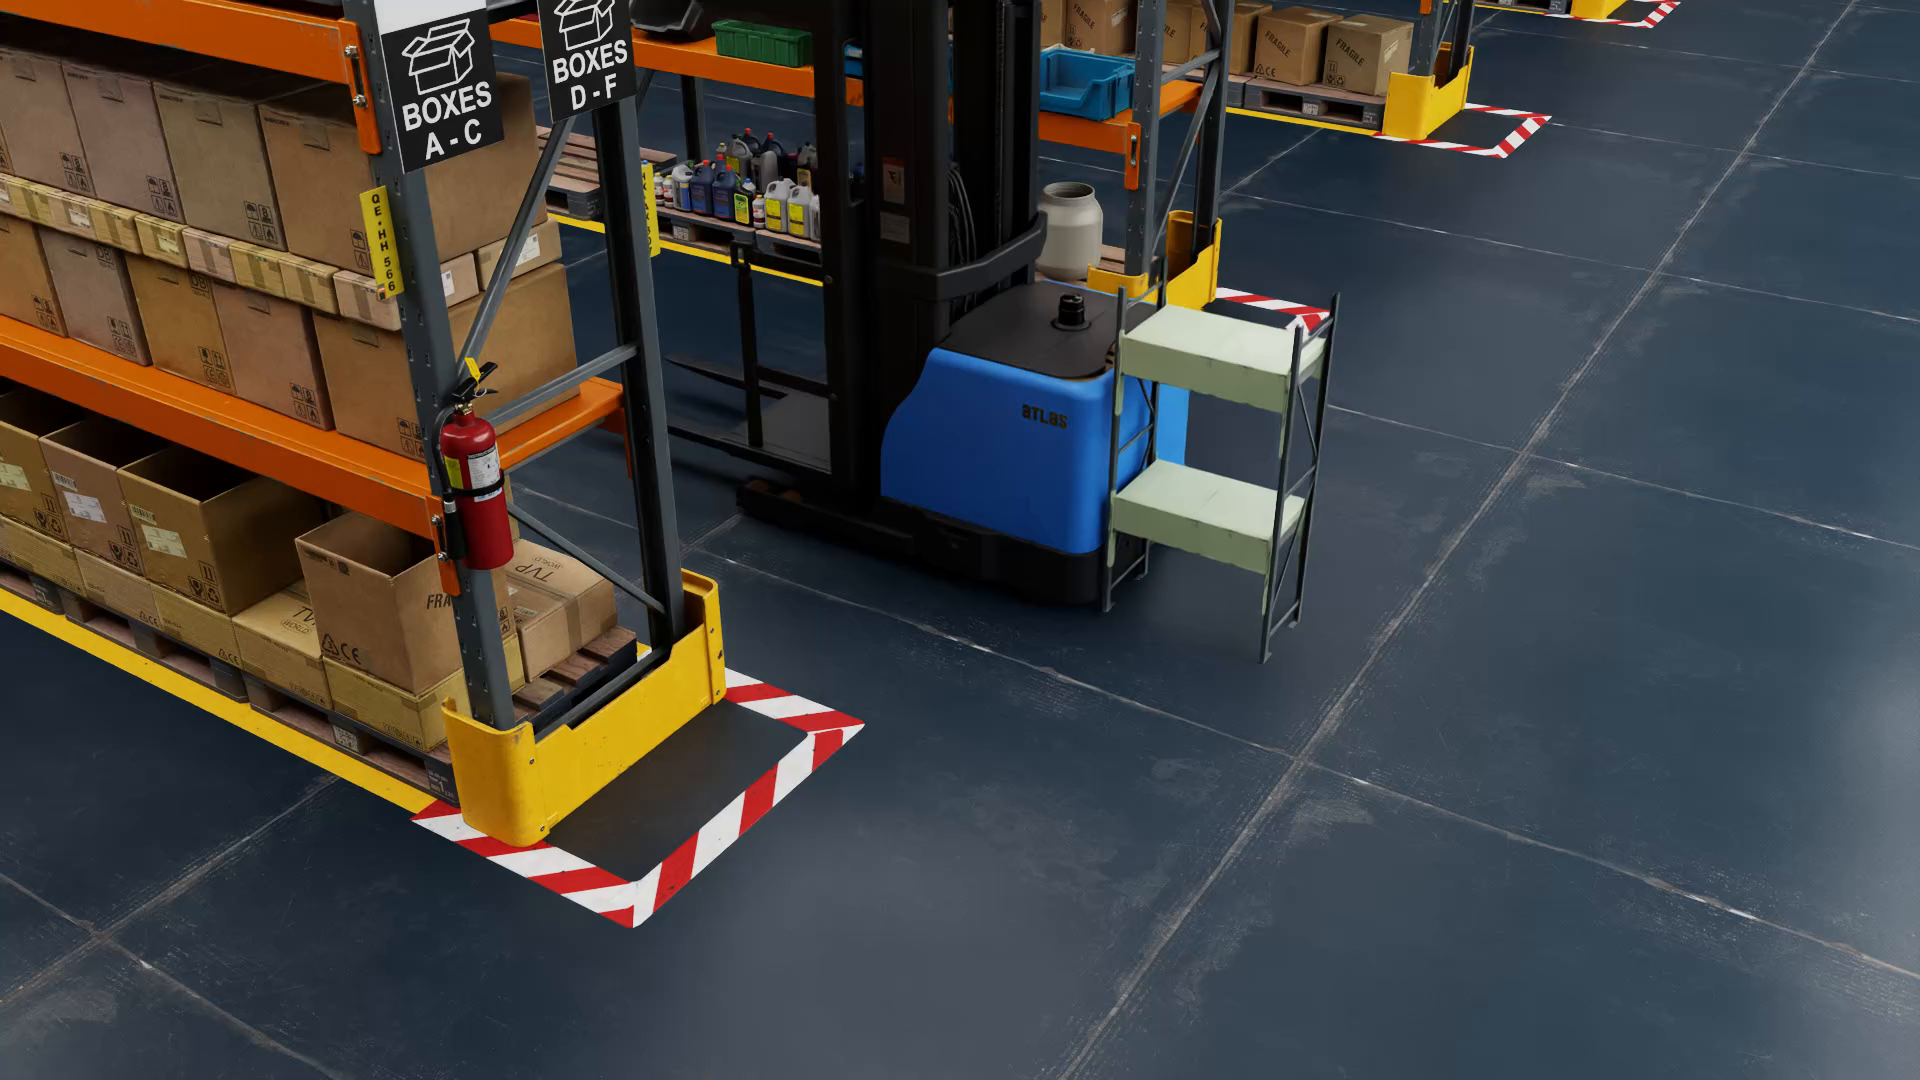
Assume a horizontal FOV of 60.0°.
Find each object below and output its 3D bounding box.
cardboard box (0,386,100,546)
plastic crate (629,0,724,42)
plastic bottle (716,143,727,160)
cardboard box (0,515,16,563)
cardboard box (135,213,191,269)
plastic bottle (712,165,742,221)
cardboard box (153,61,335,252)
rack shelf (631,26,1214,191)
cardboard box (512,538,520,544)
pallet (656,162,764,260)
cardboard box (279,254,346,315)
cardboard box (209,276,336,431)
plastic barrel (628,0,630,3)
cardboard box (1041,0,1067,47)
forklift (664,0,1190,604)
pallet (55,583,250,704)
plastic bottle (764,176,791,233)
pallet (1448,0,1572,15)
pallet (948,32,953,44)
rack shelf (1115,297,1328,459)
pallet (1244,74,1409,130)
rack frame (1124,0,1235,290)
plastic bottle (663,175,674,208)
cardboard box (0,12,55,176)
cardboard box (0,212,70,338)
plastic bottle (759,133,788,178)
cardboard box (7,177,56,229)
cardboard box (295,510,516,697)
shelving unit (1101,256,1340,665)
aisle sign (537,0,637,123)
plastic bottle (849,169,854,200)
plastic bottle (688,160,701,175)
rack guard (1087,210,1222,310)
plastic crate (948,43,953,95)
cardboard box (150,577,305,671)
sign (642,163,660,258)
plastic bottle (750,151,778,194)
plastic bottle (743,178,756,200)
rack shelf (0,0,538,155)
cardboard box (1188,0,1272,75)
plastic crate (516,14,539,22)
[{"bbox_3d":[-3.707,-0.360,6.957,0.500,0.500,0.500,18,35,27],"label":"cardboard box"},{"bbox_3d":[-1.768,-3.459,10.765,0.504,0.338,0.767,18,35,27],"label":"plastic crate"},{"bbox_3d":[-1.671,-2.698,11.738,0.097,0.201,0.097,0,30,0],"label":"plastic bottle"},{"bbox_3d":[-4.128,-0.172,7.379,0.500,0.250,0.500,18,35,27],"label":"cardboard box"},{"bbox_3d":[-2.691,-1.117,5.945,0.250,0.149,0.380,19,35,29],"label":"cardboard box"},{"bbox_3d":[-1.521,-2.283,10.878,0.185,0.351,0.144,16,34,25],"label":"plastic bottle"},{"bbox_3d":[-2.274,-1.383,5.757,0.500,0.500,0.700,17,34,26],"label":"cardboard box"},{"bbox_3d":[-0.450,-2.834,10.345,4.000,0.370,1.077,18,35,27],"label":"rack shelf"},{"bbox_3d":[-2.154,0.139,6.846,0.500,0.250,0.500,18,35,27],"label":"cardboard box"},{"bbox_3d":[-1.597,-2.278,11.446,1.213,0.211,1.003,18,35,27],"label":"pallet"},{"bbox_3d":[-2.040,-0.910,5.590,0.250,0.149,0.380,18,35,29],"label":"cardboard box"},{"bbox_3d":[-2.228,-0.808,6.060,0.500,0.500,0.700,19,35,29],"label":"cardboard box"},{"bbox_3d":[-2.310,-4.130,11.355,0.708,0.901,0.600,18,35,27],"label":"plastic barrel"},{"bbox_3d":[0.807,-4.772,15.017,0.500,0.500,0.500,16,34,26],"label":"cardboard box"},{"bbox_3d":[-0.468,-1.539,7.479,3.031,2.935,1.130,18,35,27],"label":"forklift"},{"bbox_3d":[-3.092,0.194,7.208,1.213,0.211,1.003,18,35,27],"label":"pallet"},{"bbox_3d":[-1.161,-2.169,10.683,0.185,0.351,0.144,17,34,27],"label":"plastic bottle"},{"bbox_3d":[5.881,-5.789,17.464,1.213,0.211,1.003,18,35,27],"label":"pallet"},{"bbox_3d":[-0.171,-4.798,15.765,1.213,0.211,1.003,18,35,27],"label":"pallet"},{"bbox_3d":[1.039,-0.656,6.611,0.720,0.370,0.431,18,35,27],"label":"rack shelf"},{"bbox_3d":[3.144,-3.772,14.006,1.213,0.211,1.003,18,35,27],"label":"pallet"},{"bbox_3d":[1.244,-2.609,9.246,0.127,3.000,1.000,18,35,27],"label":"rack frame"},{"bbox_3d":[-1.935,-2.335,11.116,0.097,0.201,0.097,0,30,0],"label":"plastic bottle"},{"bbox_3d":[-3.549,-1.786,6.447,0.500,0.500,0.700,18,35,27],"label":"cardboard box"},{"bbox_3d":[-3.528,-1.220,6.765,0.500,0.500,0.700,18,35,28],"label":"cardboard box"},{"bbox_3d":[-1.283,-2.626,11.466,0.185,0.351,0.144,16,34,25],"label":"plastic bottle"},{"bbox_3d":[-3.342,-1.323,6.298,0.250,0.149,0.380,17,34,27],"label":"cardboard box"},{"bbox_3d":[-2.005,0.170,6.050,0.500,0.500,0.500,18,35,27],"label":"cardboard box"},{"bbox_3d":[1.039,-0.319,6.808,0.755,1.500,0.431,18,35,27],"label":"shelving unit"},{"bbox_3d":[-1.174,-1.732,5.162,0.004,0.787,0.394,18,35,27],"label":"aisle sign"},{"bbox_3d":[-0.759,-2.409,11.244,0.097,0.201,0.097,0,30,0],"label":"plastic bottle"},{"bbox_3d":[-1.762,-2.396,11.139,0.133,0.283,0.061,18,35,27],"label":"plastic bottle"},{"bbox_3d":[1.155,-1.530,9.876,0.348,0.500,1.175,18,35,27],"label":"rack guard"},{"bbox_3d":[0.114,-2.728,9.596,0.408,0.251,0.499,18,35,27],"label":"plastic crate"},{"bbox_3d":[-2.858,0.231,6.690,0.500,0.250,0.500,18,35,27],"label":"cardboard box"},{"bbox_3d":[-1.092,-1.139,5.789,0.005,0.325,0.100,18,35,27],"label":"sign"},{"bbox_3d":[-1.340,-2.523,11.365,0.135,0.276,0.152,18,35,27],"label":"plastic bottle"},{"bbox_3d":[-1.376,-2.225,10.858,0.097,0.271,0.097,0,30,0],"label":"plastic bottle"},{"bbox_3d":[-3.086,-2.017,5.967,4.000,0.370,1.077,18,35,27],"label":"rack shelf"},{"bbox_3d":[2.313,-4.320,14.243,0.500,0.500,0.500,21,36,32],"label":"cardboard box"},{"bbox_3d":[-2.717,-3.707,11.065,0.583,0.464,0.402,18,35,27],"label":"plastic crate"}]
